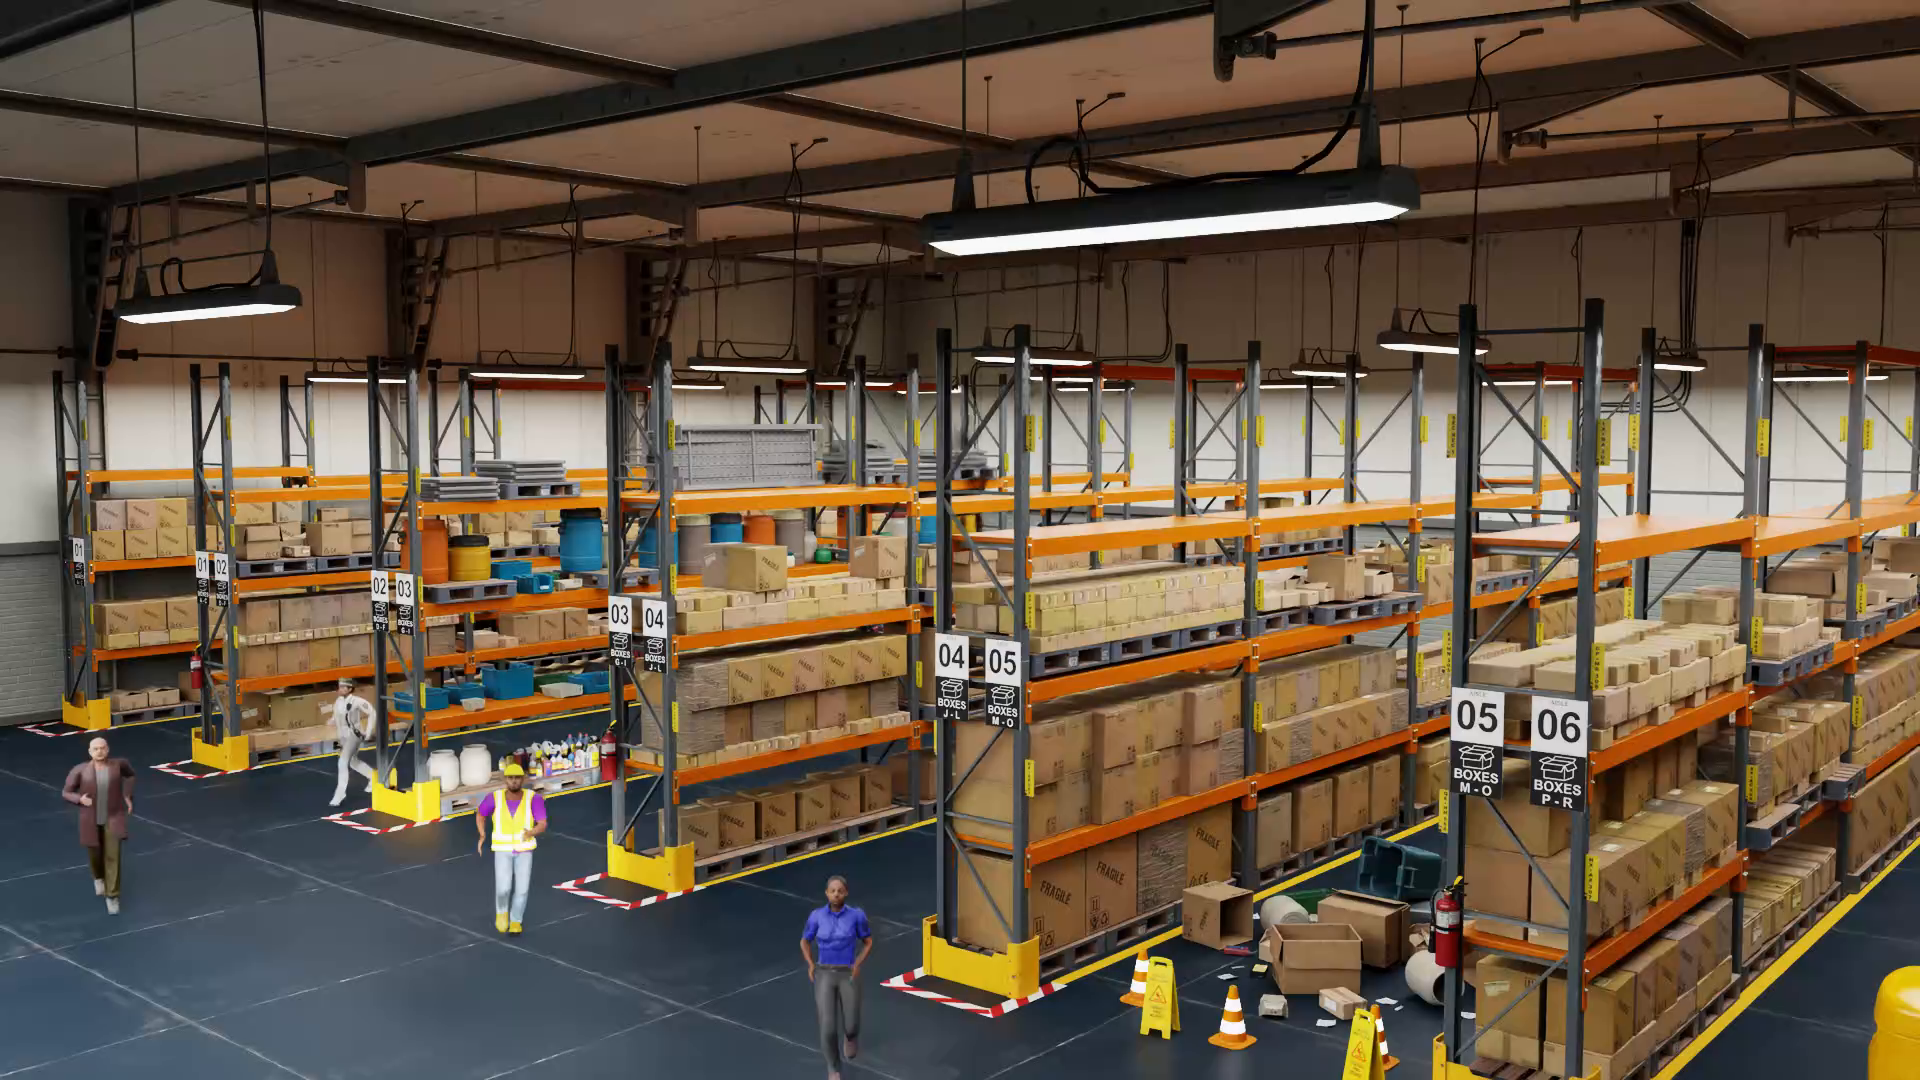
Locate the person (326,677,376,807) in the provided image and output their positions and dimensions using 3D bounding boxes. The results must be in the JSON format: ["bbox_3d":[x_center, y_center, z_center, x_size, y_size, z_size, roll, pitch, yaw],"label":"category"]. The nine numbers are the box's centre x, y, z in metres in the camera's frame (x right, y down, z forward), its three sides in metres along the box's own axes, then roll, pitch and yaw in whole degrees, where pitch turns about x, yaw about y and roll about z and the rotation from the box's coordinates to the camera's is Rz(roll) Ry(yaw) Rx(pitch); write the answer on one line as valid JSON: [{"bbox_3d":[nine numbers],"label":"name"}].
[{"bbox_3d":[-8.274,2.699,22.625,0.645,1.711,0.901,3,5,34],"label":"person"}]

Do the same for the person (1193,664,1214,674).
[{"bbox_3d":[3.512,2.531,23.882,0.654,1.833,0.855,3,5,37],"label":"person"}]

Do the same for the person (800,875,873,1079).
[{"bbox_3d":[-0.971,3.425,13.041,0.575,1.593,0.601,0,4,-3],"label":"person"}]

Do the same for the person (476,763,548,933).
[{"bbox_3d":[-4.454,3.092,16.568,0.685,1.726,0.634,-1,4,-18],"label":"person"}]

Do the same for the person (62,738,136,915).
[{"bbox_3d":[-9.106,2.980,17.624,0.709,1.790,1.057,-2,5,-27],"label":"person"}]
